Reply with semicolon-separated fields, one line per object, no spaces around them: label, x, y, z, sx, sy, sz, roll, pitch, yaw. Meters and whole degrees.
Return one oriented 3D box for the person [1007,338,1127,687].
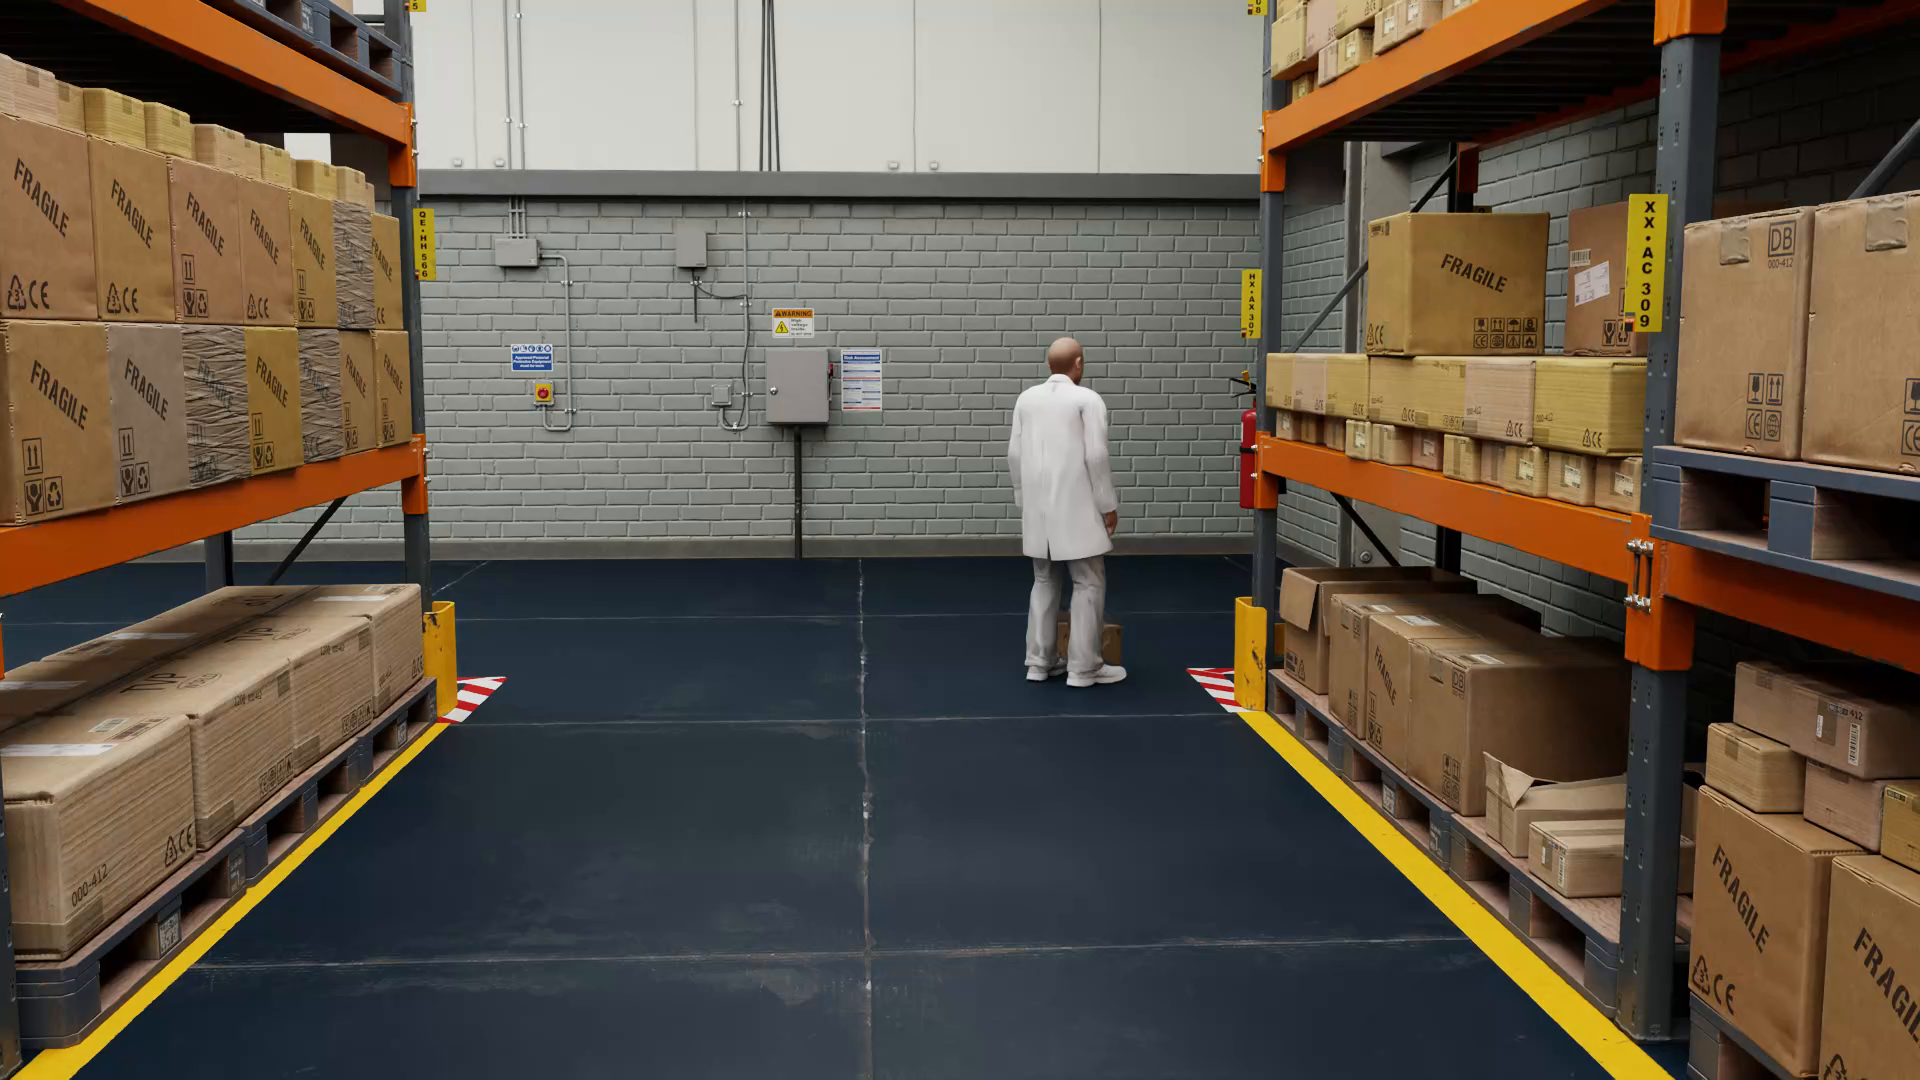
person;0.536;-0.151;8.585;0.617;1.774;0.426;5;9;38
